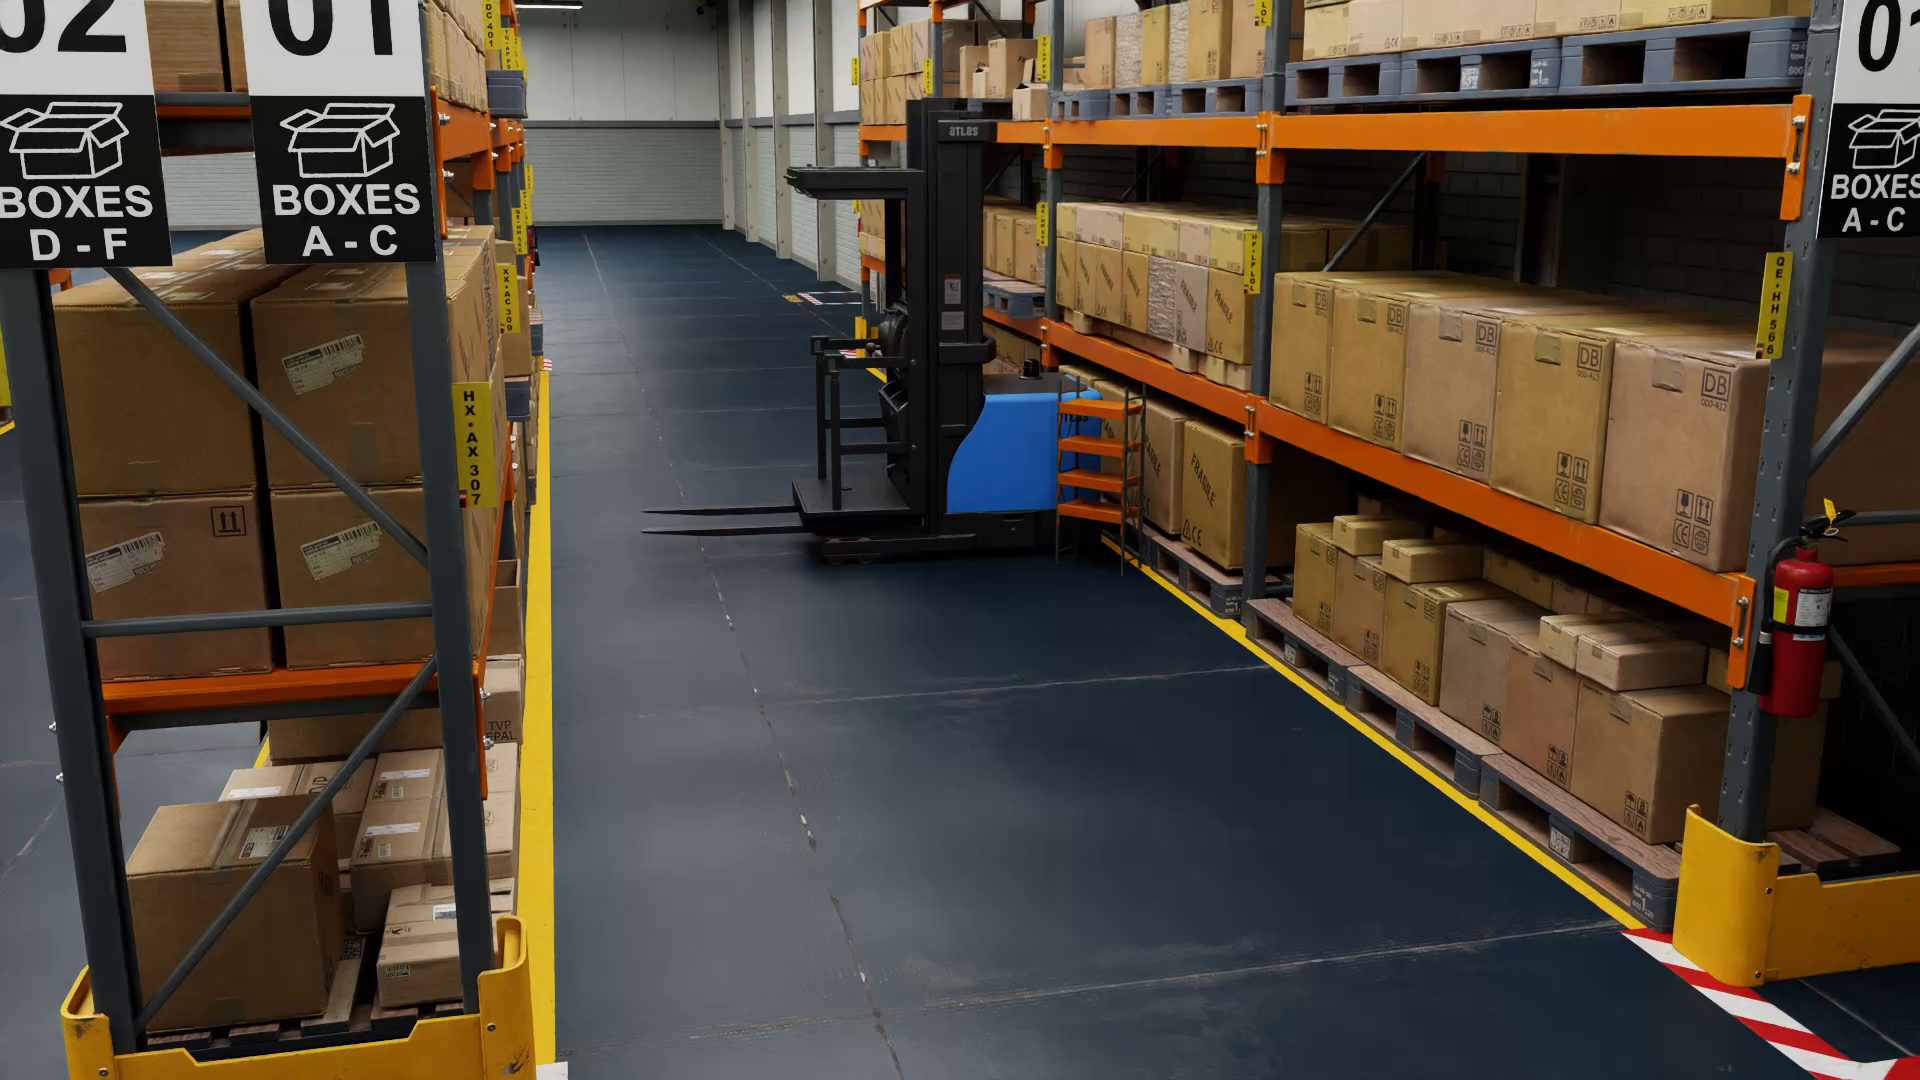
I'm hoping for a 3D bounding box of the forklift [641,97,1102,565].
[{"bbox_3d":[-0.618,-1.398,10.973,3.031,2.935,1.130,-2,14,-10],"label":"forklift"}]

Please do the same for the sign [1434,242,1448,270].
[{"bbox_3d":[2.636,-1.482,9.180,0.100,0.325,0.005,-3,14,-13],"label":"sign"}]

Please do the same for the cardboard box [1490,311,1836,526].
[{"bbox_3d":[2.725,-0.499,6.515,0.980,0.700,0.700,-3,14,-14],"label":"cardboard box"}]

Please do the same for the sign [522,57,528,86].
[{"bbox_3d":[-5.005,-5.358,19.021,0.100,0.325,0.005,-3,14,-13],"label":"sign"}]

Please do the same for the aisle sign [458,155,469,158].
[{"bbox_3d":[-5.849,-4.744,19.045,0.394,0.787,0.004,-3,14,-13],"label":"aisle sign"}]

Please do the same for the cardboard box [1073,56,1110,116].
[{"bbox_3d":[1.212,-3.608,13.303,0.500,0.500,0.500,-3,14,-13],"label":"cardboard box"}]

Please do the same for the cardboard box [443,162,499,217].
[{"bbox_3d":[-4.707,-3.341,15.836,0.700,0.500,0.500,-3,14,-13],"label":"cardboard box"}]

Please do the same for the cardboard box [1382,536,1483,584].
[{"bbox_3d":[2.198,0.092,7.747,0.380,0.149,0.250,-4,14,-15],"label":"cardboard box"}]

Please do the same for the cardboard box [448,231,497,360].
[{"bbox_3d":[-2.224,-1.028,6.998,0.500,0.500,0.500,-4,14,-14],"label":"cardboard box"}]

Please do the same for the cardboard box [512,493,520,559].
[{"bbox_3d":[-2.731,0.039,9.288,0.500,0.500,0.500,-3,14,-12],"label":"cardboard box"}]

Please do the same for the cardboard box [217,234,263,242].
[{"bbox_3d":[-2.759,-1.005,6.904,0.500,0.500,0.500,-4,14,-15],"label":"cardboard box"}]

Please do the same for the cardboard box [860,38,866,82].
[{"bbox_3d":[-0.867,-5.658,19.587,0.500,0.500,0.500,-4,14,-17],"label":"cardboard box"}]

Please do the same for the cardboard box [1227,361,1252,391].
[{"bbox_3d":[1.742,-0.941,9.446,0.380,0.149,0.250,-3,14,-13],"label":"cardboard box"}]

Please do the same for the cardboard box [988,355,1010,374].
[{"bbox_3d":[0.657,-1.431,15.304,0.700,0.500,0.500,-3,14,-13],"label":"cardboard box"}]

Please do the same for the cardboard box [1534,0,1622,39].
[{"bbox_3d":[2.482,-1.980,6.109,0.500,0.250,0.500,-4,14,-15],"label":"cardboard box"}]

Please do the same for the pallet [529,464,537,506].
[{"bbox_3d":[-3.813,-0.475,12.925,1.003,0.211,1.213,-3,14,-13],"label":"pallet"}]

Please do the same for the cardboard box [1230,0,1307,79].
[{"bbox_3d":[1.997,-2.920,9.600,0.700,0.500,0.500,-4,14,-16],"label":"cardboard box"}]

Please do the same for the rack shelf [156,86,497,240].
[{"bbox_3d":[-2.248,-1.361,5.871,1.077,0.370,4.000,-3,14,-13],"label":"rack shelf"}]

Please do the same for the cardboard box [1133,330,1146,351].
[{"bbox_3d":[1.380,-1.360,11.159,0.380,0.149,0.250,-3,14,-13],"label":"cardboard box"}]

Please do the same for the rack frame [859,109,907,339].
[{"bbox_3d":[-0.722,-3.760,20.495,1.000,3.000,0.127,-3,14,-13],"label":"rack frame"}]

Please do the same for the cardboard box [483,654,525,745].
[{"bbox_3d":[-2.132,0.667,7.116,0.500,0.311,0.500,-3,14,-13],"label":"cardboard box"}]

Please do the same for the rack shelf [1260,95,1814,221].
[{"bbox_3d":[2.566,-1.638,7.005,1.077,0.370,4.000,-3,14,-13],"label":"rack shelf"}]

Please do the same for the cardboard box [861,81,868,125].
[{"bbox_3d":[-0.886,-5.184,19.752,0.500,0.500,0.500,-3,14,-12],"label":"cardboard box"}]

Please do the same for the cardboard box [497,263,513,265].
[{"bbox_3d":[-2.835,-1.244,9.102,0.700,0.500,0.500,-1,14,-4],"label":"cardboard box"}]

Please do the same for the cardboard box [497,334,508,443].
[{"bbox_3d":[-2.351,-0.662,7.605,0.500,0.500,0.500,-3,14,-12],"label":"cardboard box"}]

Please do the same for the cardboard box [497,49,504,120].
[{"bbox_3d":[-3.522,-3.044,11.035,0.910,0.500,0.500,-3,14,-13],"label":"cardboard box"}]

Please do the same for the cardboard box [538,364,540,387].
[{"bbox_3d":[-4.523,-1.668,16.841,0.500,0.250,0.500,-3,14,-13],"label":"cardboard box"}]

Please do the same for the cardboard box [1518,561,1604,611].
[{"bbox_3d":[2.699,0.196,7.319,0.380,0.149,0.250,-3,14,-13],"label":"cardboard box"}]

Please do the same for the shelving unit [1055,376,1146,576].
[{"bbox_3d":[0.893,-0.413,10.590,0.503,1.200,0.258,10,17,35],"label":"shelving unit"}]

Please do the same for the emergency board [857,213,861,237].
[{"bbox_3d":[-1.669,-5.603,28.039,0.194,1.169,0.643,-3,14,-13],"label":"emergency board"}]

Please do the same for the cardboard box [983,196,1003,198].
[{"bbox_3d":[0.192,-3.378,17.625,0.500,0.500,0.500,-3,14,-13],"label":"cardboard box"}]

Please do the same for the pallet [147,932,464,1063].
[{"bbox_3d":[-1.984,1.362,5.409,1.003,0.211,1.213,-3,14,-13],"label":"pallet"}]

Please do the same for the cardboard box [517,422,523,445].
[{"bbox_3d":[-3.192,-0.785,11.081,0.500,0.250,0.500,-3,14,-11],"label":"cardboard box"}]

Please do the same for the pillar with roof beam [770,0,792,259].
[{"bbox_3d":[-8.129,-10.473,35.334,9.100,9.000,0.400,-3,14,-13],"label":"pillar with roof beam"}]

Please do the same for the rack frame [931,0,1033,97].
[{"bbox_3d":[0.218,-5.751,16.006,1.000,3.000,0.127,-3,14,-13],"label":"rack frame"}]

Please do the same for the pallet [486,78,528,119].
[{"bbox_3d":[-3.049,-2.474,9.307,1.213,0.211,1.003,-3,14,-13],"label":"pallet"}]

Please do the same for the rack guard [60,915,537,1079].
[{"bbox_3d":[-1.796,1.405,4.622,1.175,0.500,0.348,-3,14,-13],"label":"rack guard"}]

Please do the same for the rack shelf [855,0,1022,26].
[{"bbox_3d":[-0.252,-5.861,17.981,1.077,0.370,4.000,-3,14,-13],"label":"rack shelf"}]

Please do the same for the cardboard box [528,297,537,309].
[{"bbox_3d":[-4.872,-2.378,18.170,0.500,0.500,0.500,-3,14,-13],"label":"cardboard box"}]

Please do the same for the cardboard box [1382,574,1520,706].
[{"bbox_3d":[2.406,0.432,7.721,0.700,0.500,0.500,-3,14,-12],"label":"cardboard box"}]

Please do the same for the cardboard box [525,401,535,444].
[{"bbox_3d":[-3.495,-0.915,12.579,0.500,0.311,0.500,-3,14,-11],"label":"cardboard box"}]

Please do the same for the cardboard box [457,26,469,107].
[{"bbox_3d":[-1.876,-1.540,5.405,0.500,0.250,0.500,-3,14,-13],"label":"cardboard box"}]

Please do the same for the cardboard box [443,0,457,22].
[{"bbox_3d":[-1.757,-1.667,4.874,0.500,0.250,0.500,-3,14,-13],"label":"cardboard box"}]

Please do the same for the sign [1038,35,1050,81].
[{"bbox_3d":[0.629,-3.593,12.402,0.100,0.325,0.005,-3,14,-13],"label":"sign"}]

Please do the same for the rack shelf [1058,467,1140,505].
[{"bbox_3d":[0.893,-0.348,10.606,0.480,0.148,0.258,10,17,35],"label":"rack shelf"}]

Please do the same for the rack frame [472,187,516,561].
[{"bbox_3d":[-2.718,-0.714,8.030,1.000,3.000,0.127,-3,14,-13],"label":"rack frame"}]

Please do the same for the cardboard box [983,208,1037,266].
[{"bbox_3d":[0.428,-2.850,15.636,0.700,0.500,0.500,-2,14,-7],"label":"cardboard box"}]

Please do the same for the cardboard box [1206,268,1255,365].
[{"bbox_3d":[1.743,-1.286,9.493,0.500,0.500,0.500,-4,14,-14],"label":"cardboard box"}]

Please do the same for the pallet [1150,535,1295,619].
[{"bbox_3d":[1.842,0.190,10.206,1.003,0.211,1.213,-3,14,-13],"label":"pallet"}]

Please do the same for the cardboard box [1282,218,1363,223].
[{"bbox_3d":[2.112,-1.799,10.012,0.500,0.250,0.500,-3,14,-13],"label":"cardboard box"}]

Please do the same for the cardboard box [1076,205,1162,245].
[{"bbox_3d":[1.140,-2.238,11.808,0.500,0.250,0.500,-3,14,-14],"label":"cardboard box"}]

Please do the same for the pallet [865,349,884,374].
[{"bbox_3d":[-0.548,-2.198,19.979,1.003,0.211,1.213,-3,14,-13],"label":"pallet"}]
